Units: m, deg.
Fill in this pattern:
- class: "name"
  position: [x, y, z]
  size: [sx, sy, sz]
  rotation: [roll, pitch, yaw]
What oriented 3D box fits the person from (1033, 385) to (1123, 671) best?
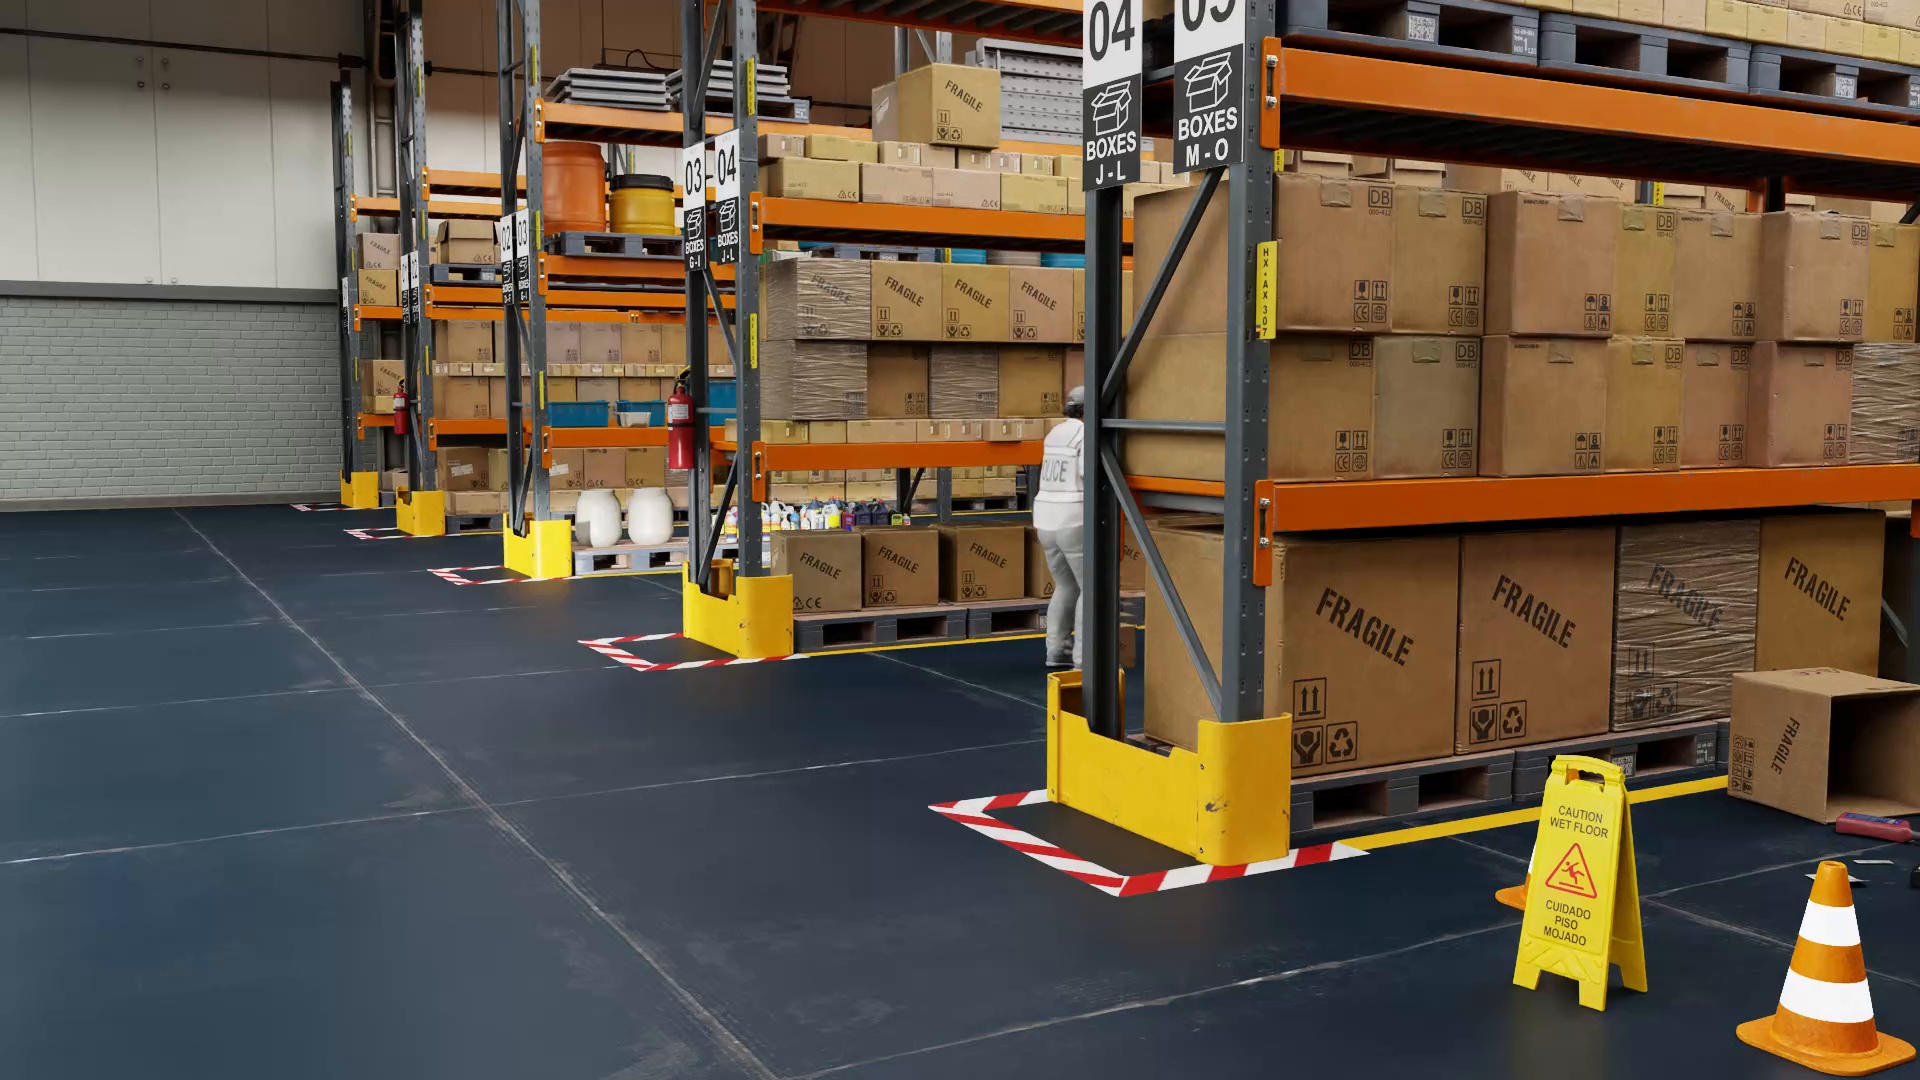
- class: "person"
  position: [0.690, -0.068, 9.723]
  size: [0.461, 1.666, 0.538]
  rotation: [-3, 6, -31]
